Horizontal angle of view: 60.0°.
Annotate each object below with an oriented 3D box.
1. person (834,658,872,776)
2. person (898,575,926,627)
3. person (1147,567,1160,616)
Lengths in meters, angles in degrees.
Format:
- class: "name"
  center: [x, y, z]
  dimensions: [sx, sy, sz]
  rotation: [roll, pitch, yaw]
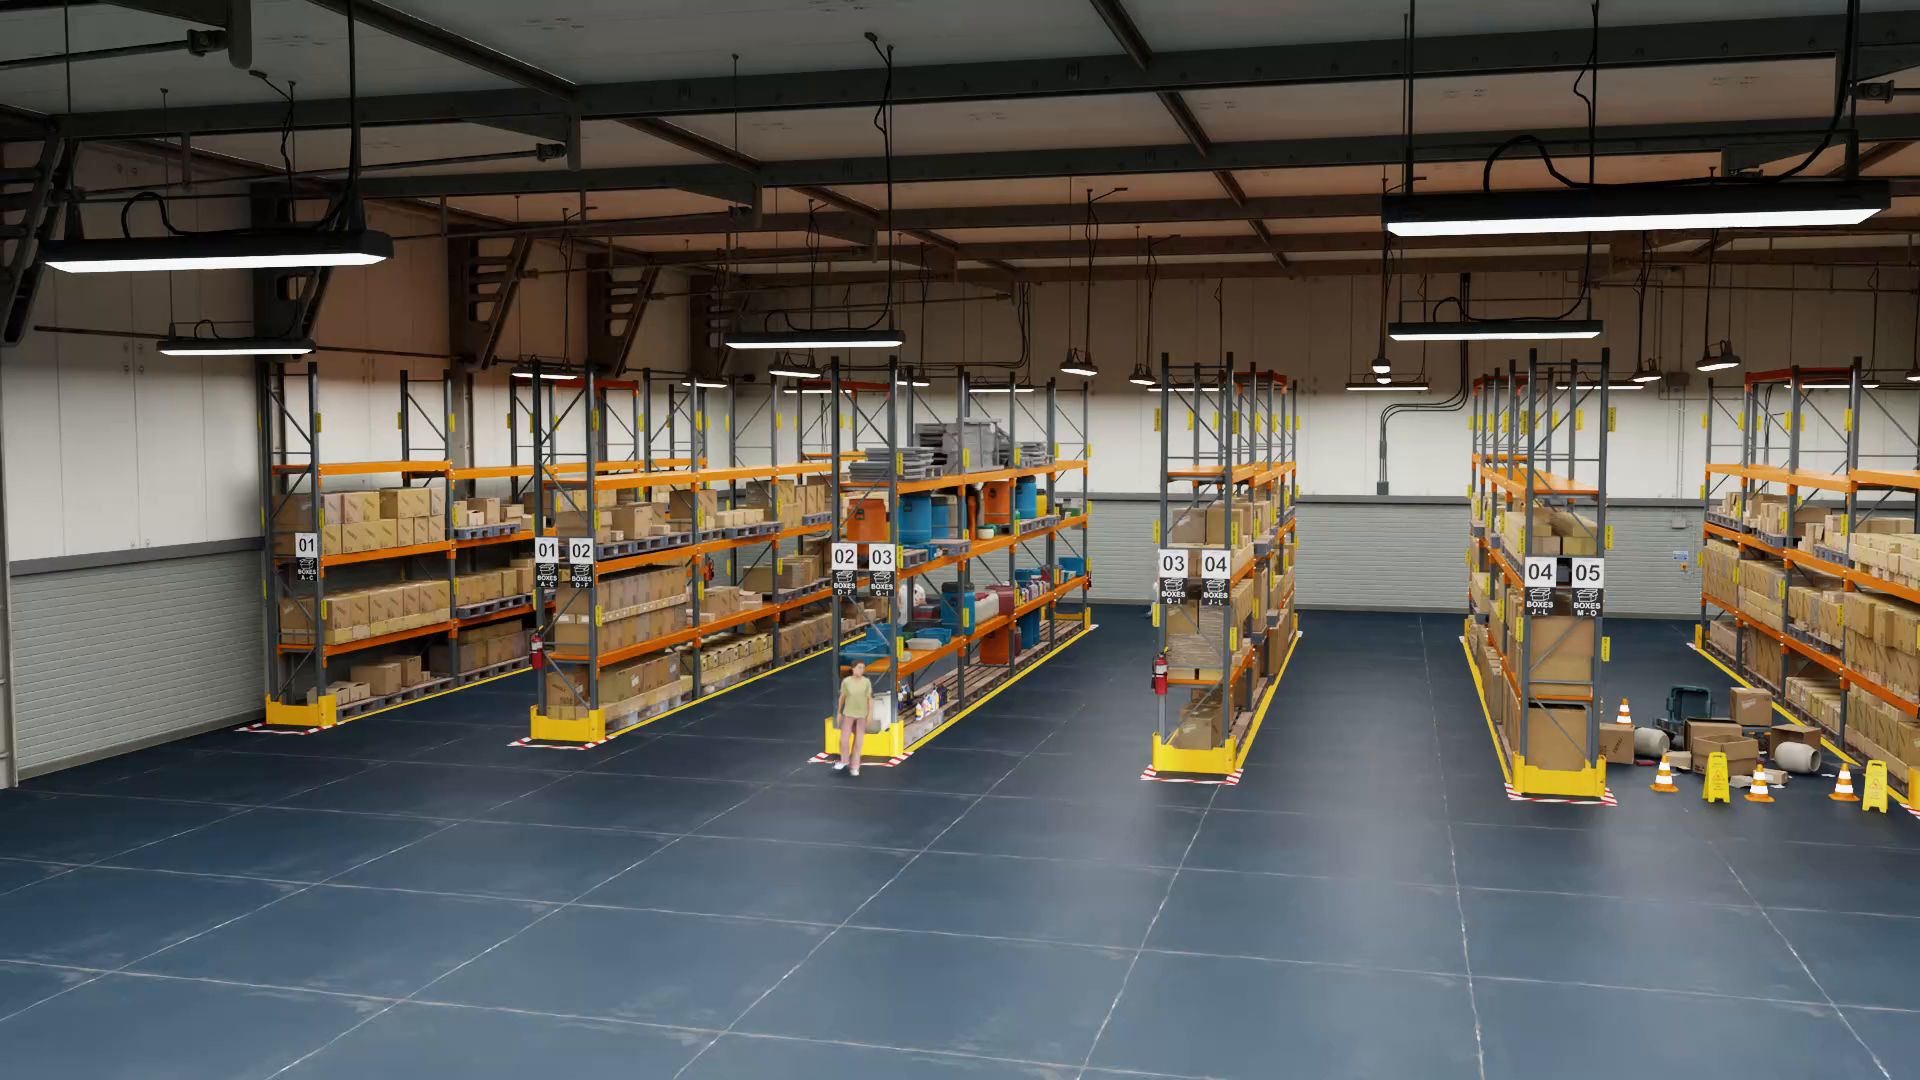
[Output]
- class: "person"
  center: [-1.520, 2.524, 23.613]
  dimensions: [0.543, 1.616, 0.425]
  rotation: [-1, 4, -12]
- class: "person"
  center: [-1.028, 1.550, 34.112]
  dimensions: [0.646, 1.844, 0.728]
  rotation: [1, 4, 7]
- class: "person"
  center: [5.241, 1.152, 42.529]
  dimensions: [0.851, 1.745, 0.615]
  rotation: [-2, 4, -24]
